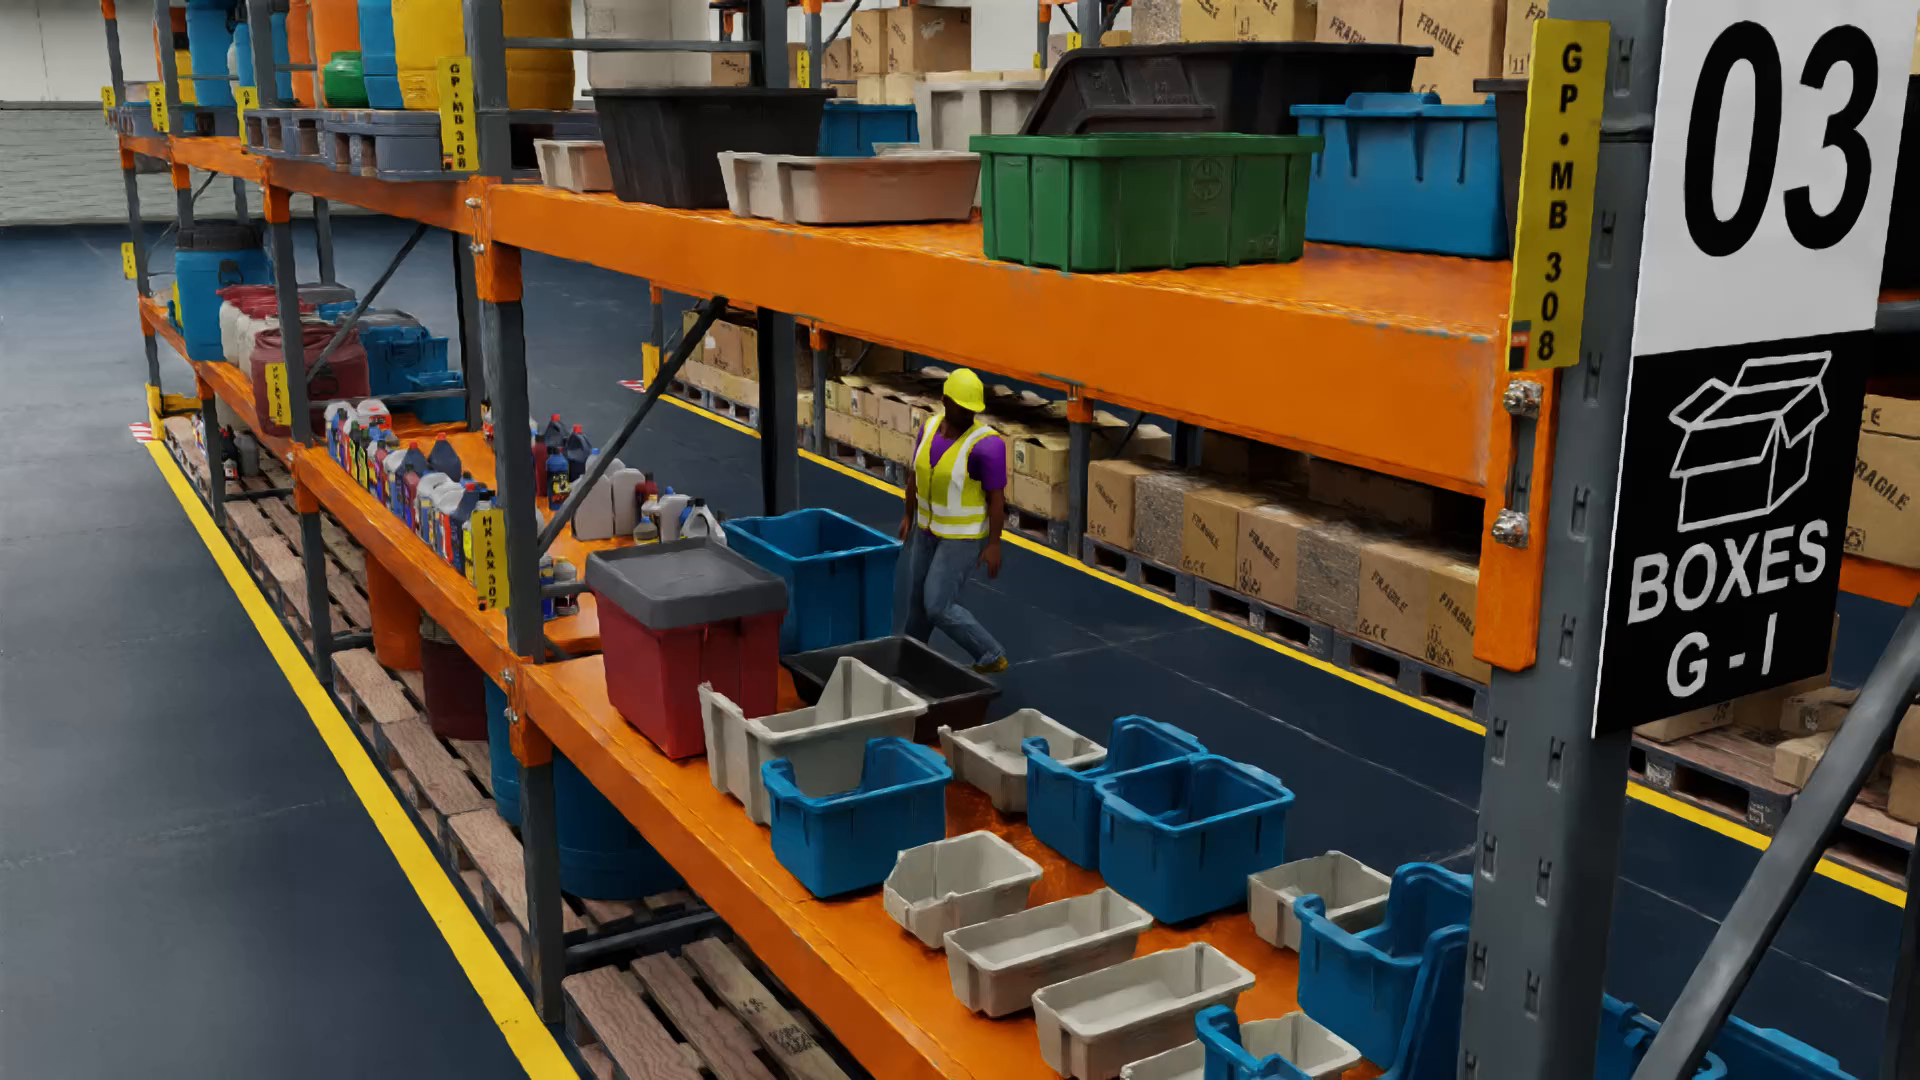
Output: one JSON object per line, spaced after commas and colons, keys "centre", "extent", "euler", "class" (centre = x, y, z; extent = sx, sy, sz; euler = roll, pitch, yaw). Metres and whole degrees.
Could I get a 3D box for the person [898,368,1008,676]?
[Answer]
{"centre": [-0.096, -0.051, 8.697], "extent": [0.523, 1.733, 0.684], "euler": [-11, 18, -36], "class": "person"}
